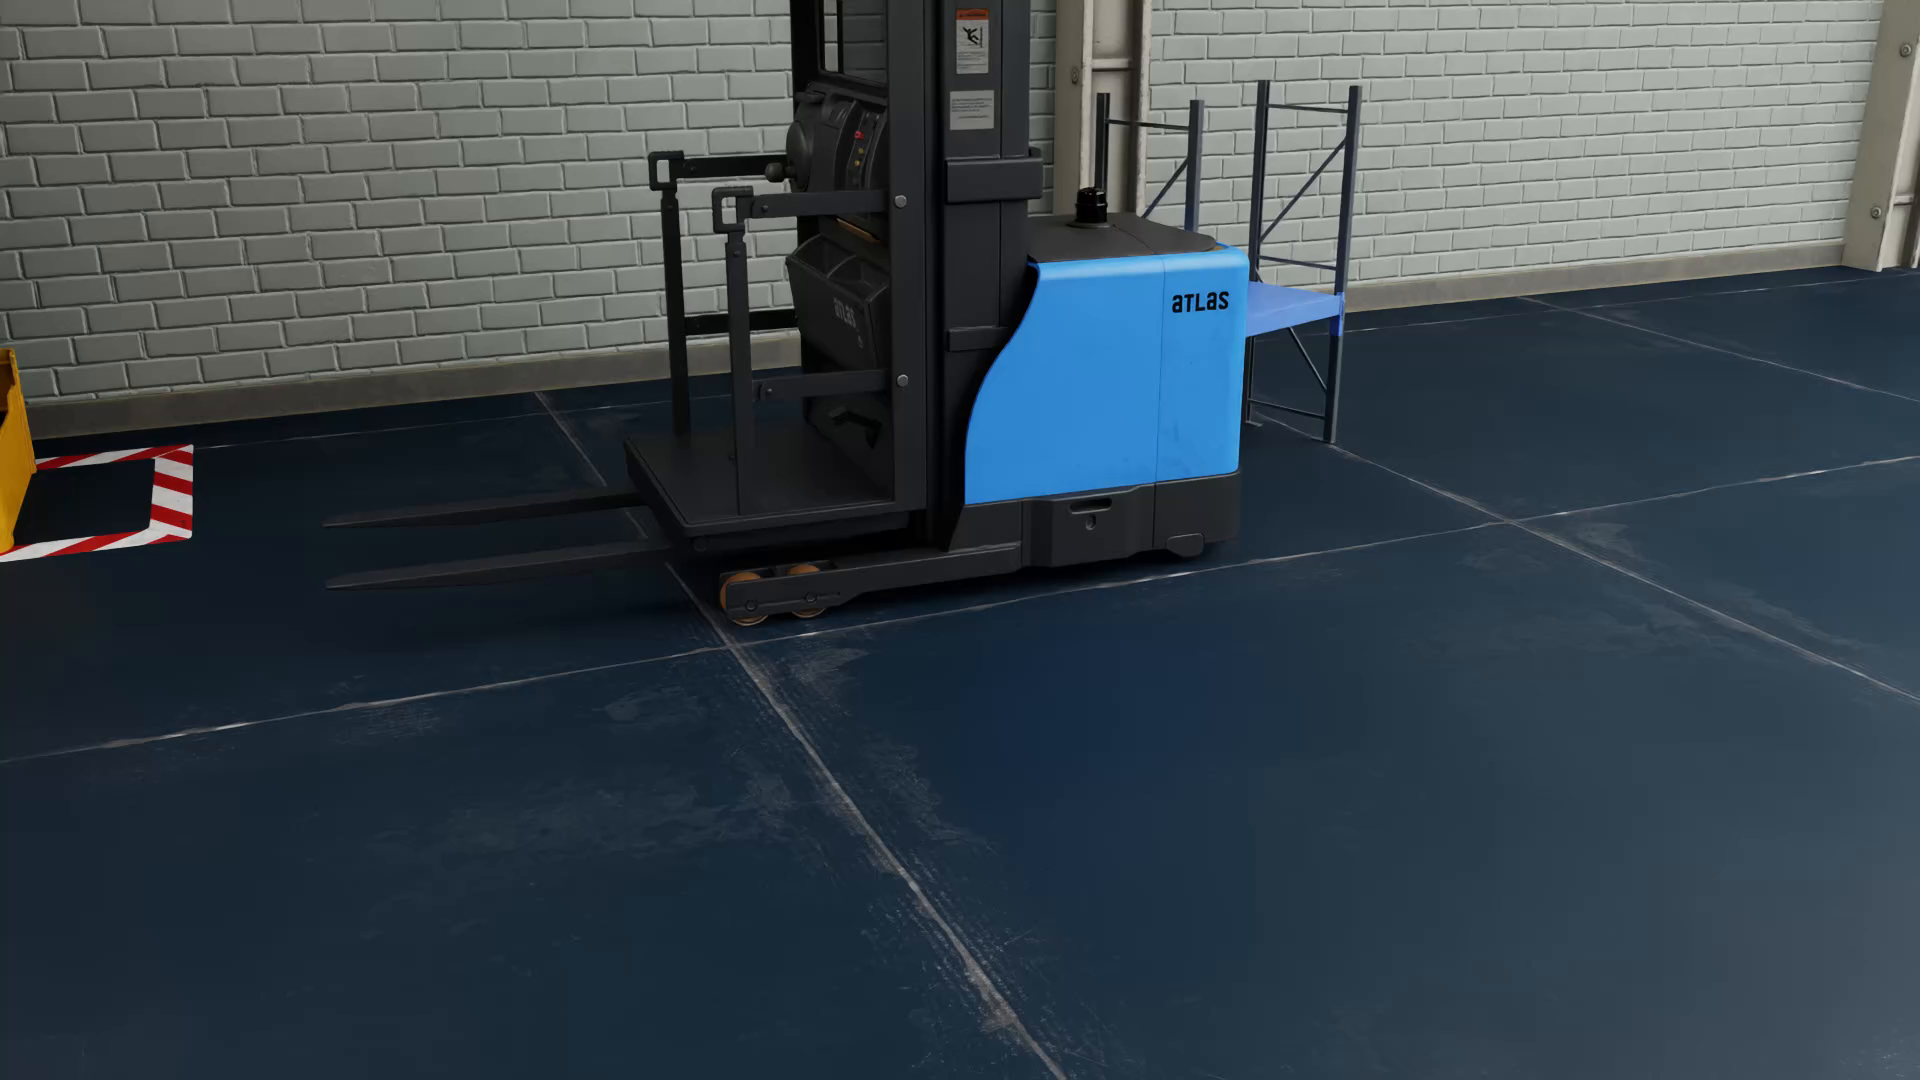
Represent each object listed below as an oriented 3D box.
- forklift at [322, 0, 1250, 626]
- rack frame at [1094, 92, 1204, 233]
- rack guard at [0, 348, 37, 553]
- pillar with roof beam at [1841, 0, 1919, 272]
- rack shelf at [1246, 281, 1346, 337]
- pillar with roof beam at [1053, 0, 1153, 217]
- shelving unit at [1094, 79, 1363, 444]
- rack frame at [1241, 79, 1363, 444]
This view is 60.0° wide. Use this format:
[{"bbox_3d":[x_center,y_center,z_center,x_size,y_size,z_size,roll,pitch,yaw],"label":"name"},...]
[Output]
[{"bbox_3d":[-0.587,-1.309,5.327,3.031,2.935,1.130,-7,21,-19],"label":"forklift"},{"bbox_3d":[0.708,-0.953,6.469,0.032,1.500,0.500,-18,26,-41],"label":"rack frame"},{"bbox_3d":[-3.753,-0.345,6.249,0.348,0.500,1.175,-8,21,-22],"label":"rack guard"},{"bbox_3d":[7.952,-4.800,6.104,0.400,9.000,9.100,-8,21,-22],"label":"pillar with roof beam"},{"bbox_3d":[1.076,-0.899,6.859,1.000,0.185,0.538,-18,26,-41],"label":"rack shelf"},{"bbox_3d":[2.443,-4.010,3.862,0.400,9.000,9.100,-8,21,-22],"label":"pillar with roof beam"},{"bbox_3d":[1.076,-1.069,6.800,1.048,1.500,0.538,-18,26,-41],"label":"shelving unit"},{"bbox_3d":[1.445,-1.185,7.130,0.032,1.500,0.500,-18,26,-41],"label":"rack frame"}]
